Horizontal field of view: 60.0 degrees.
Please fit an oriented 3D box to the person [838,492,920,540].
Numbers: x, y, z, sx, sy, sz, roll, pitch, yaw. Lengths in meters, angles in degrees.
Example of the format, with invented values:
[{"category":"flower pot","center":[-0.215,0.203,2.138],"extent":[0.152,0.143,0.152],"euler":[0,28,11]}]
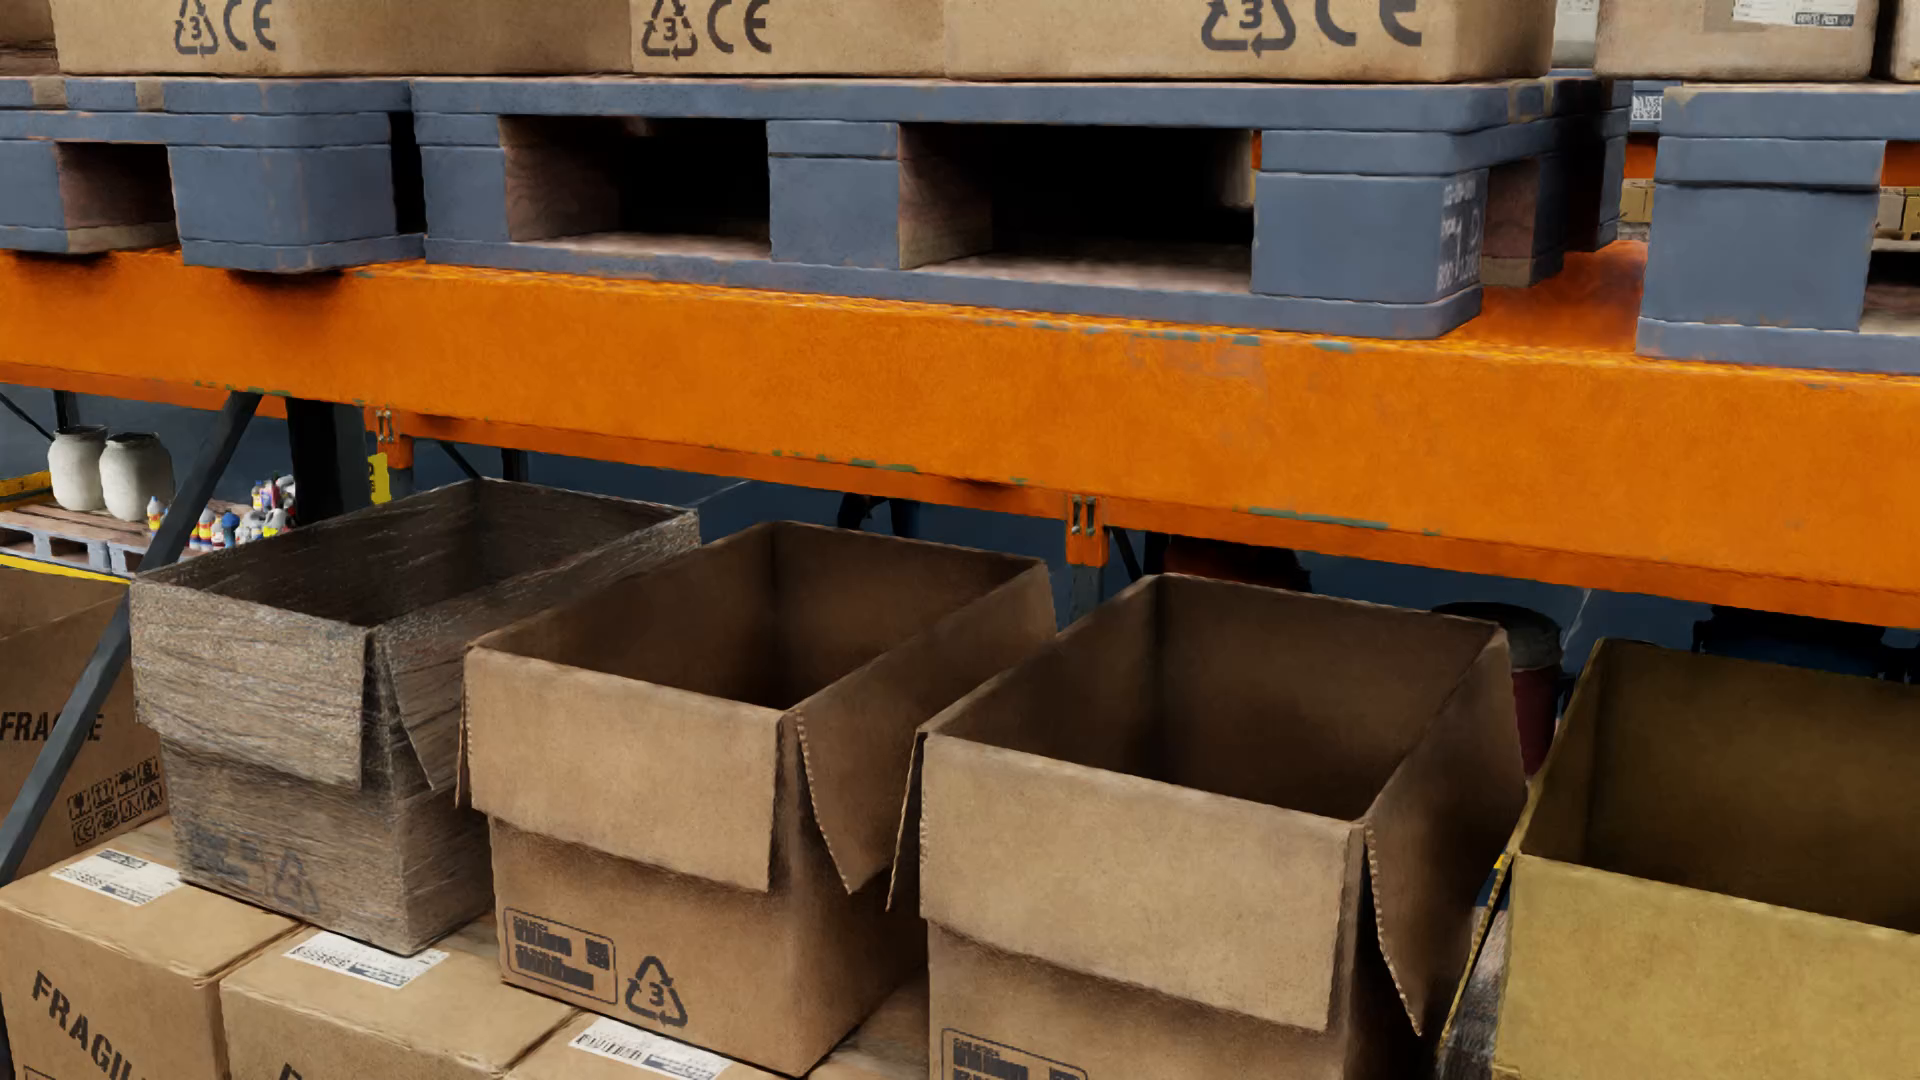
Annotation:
[{"category":"person","center":[-0.379,-0.314,8.613],"extent":[0.415,1.484,0.944],"euler":[-11,20,-34]}]
